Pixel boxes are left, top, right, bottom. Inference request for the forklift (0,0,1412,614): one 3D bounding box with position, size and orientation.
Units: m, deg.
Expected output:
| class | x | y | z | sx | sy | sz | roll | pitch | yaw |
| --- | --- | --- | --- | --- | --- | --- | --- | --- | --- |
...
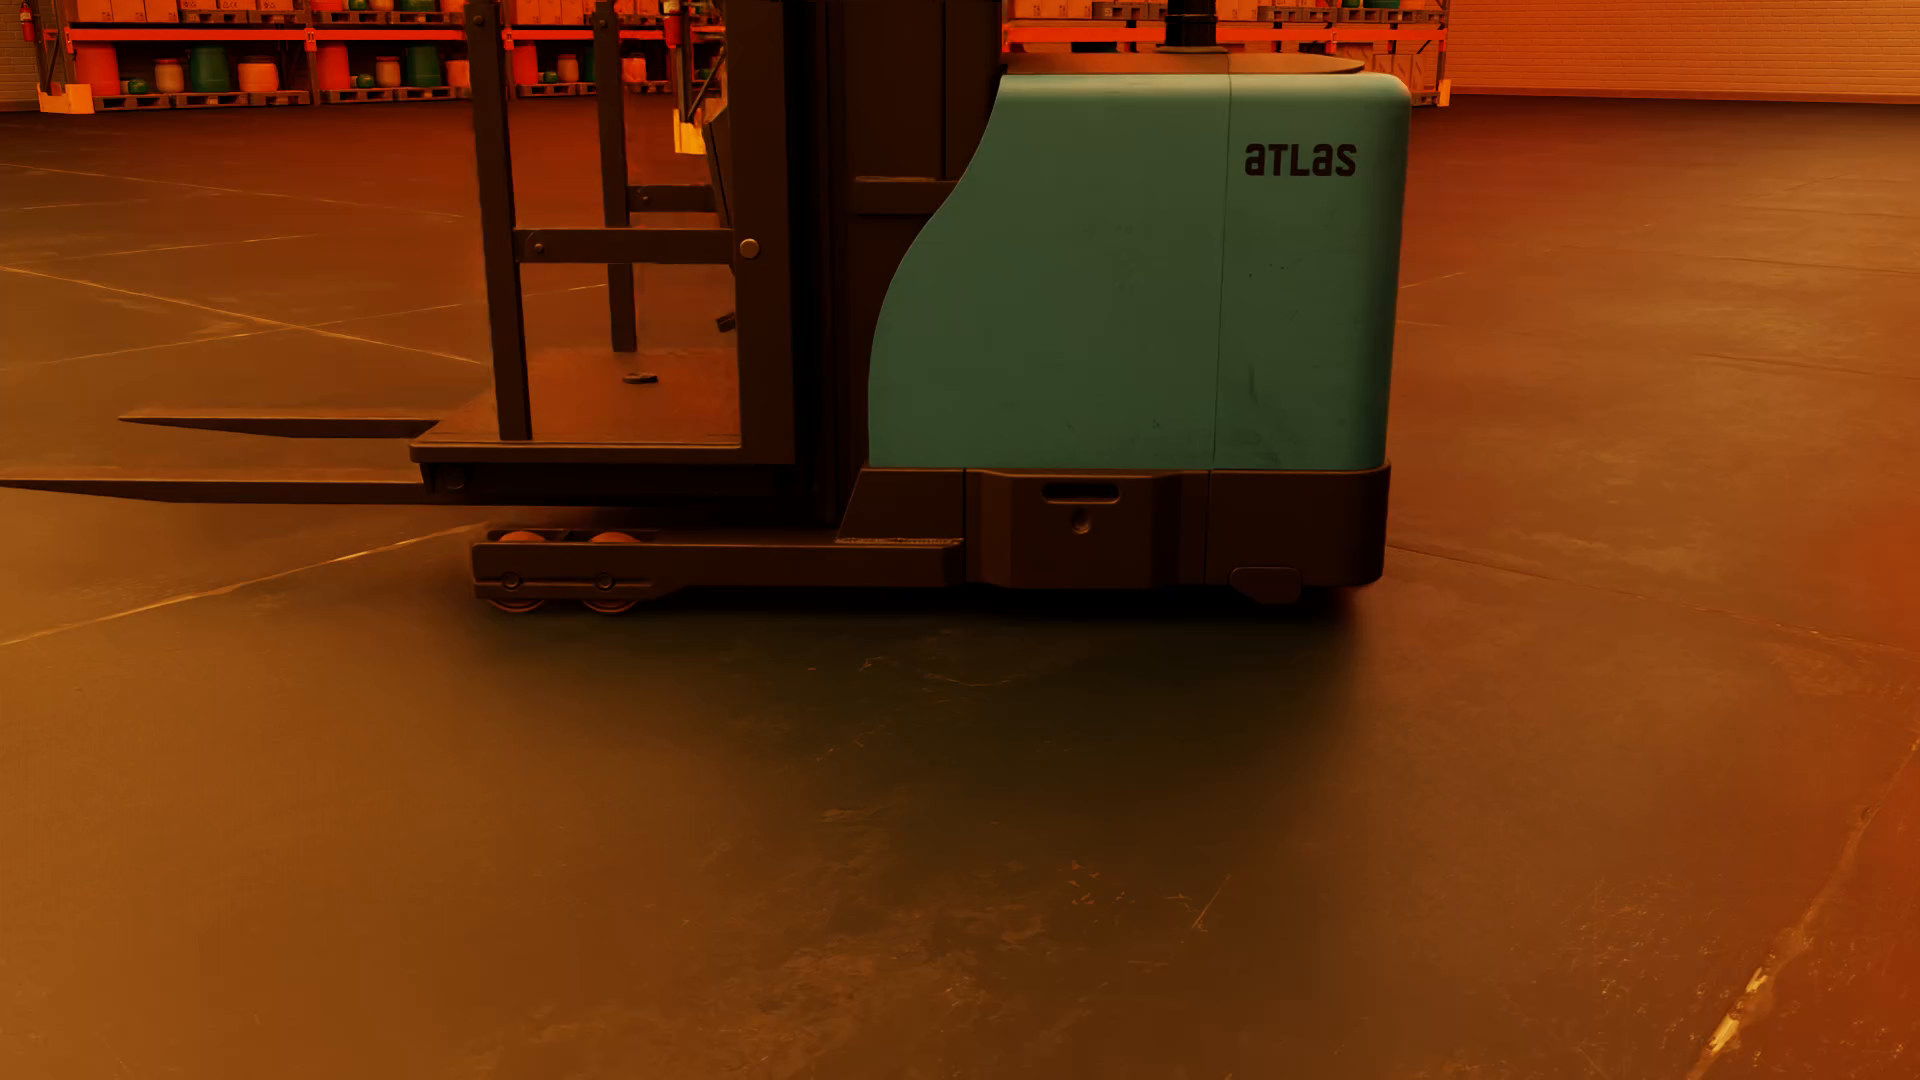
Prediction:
| class | x | y | z | sx | sy | sz | roll | pitch | yaw |
| --- | --- | --- | --- | --- | --- | --- | --- | --- | --- |
| forklift | -0.621 | -1.403 | 3.518 | 3.031 | 2.935 | 1.130 | 1 | 17 | 2 |
